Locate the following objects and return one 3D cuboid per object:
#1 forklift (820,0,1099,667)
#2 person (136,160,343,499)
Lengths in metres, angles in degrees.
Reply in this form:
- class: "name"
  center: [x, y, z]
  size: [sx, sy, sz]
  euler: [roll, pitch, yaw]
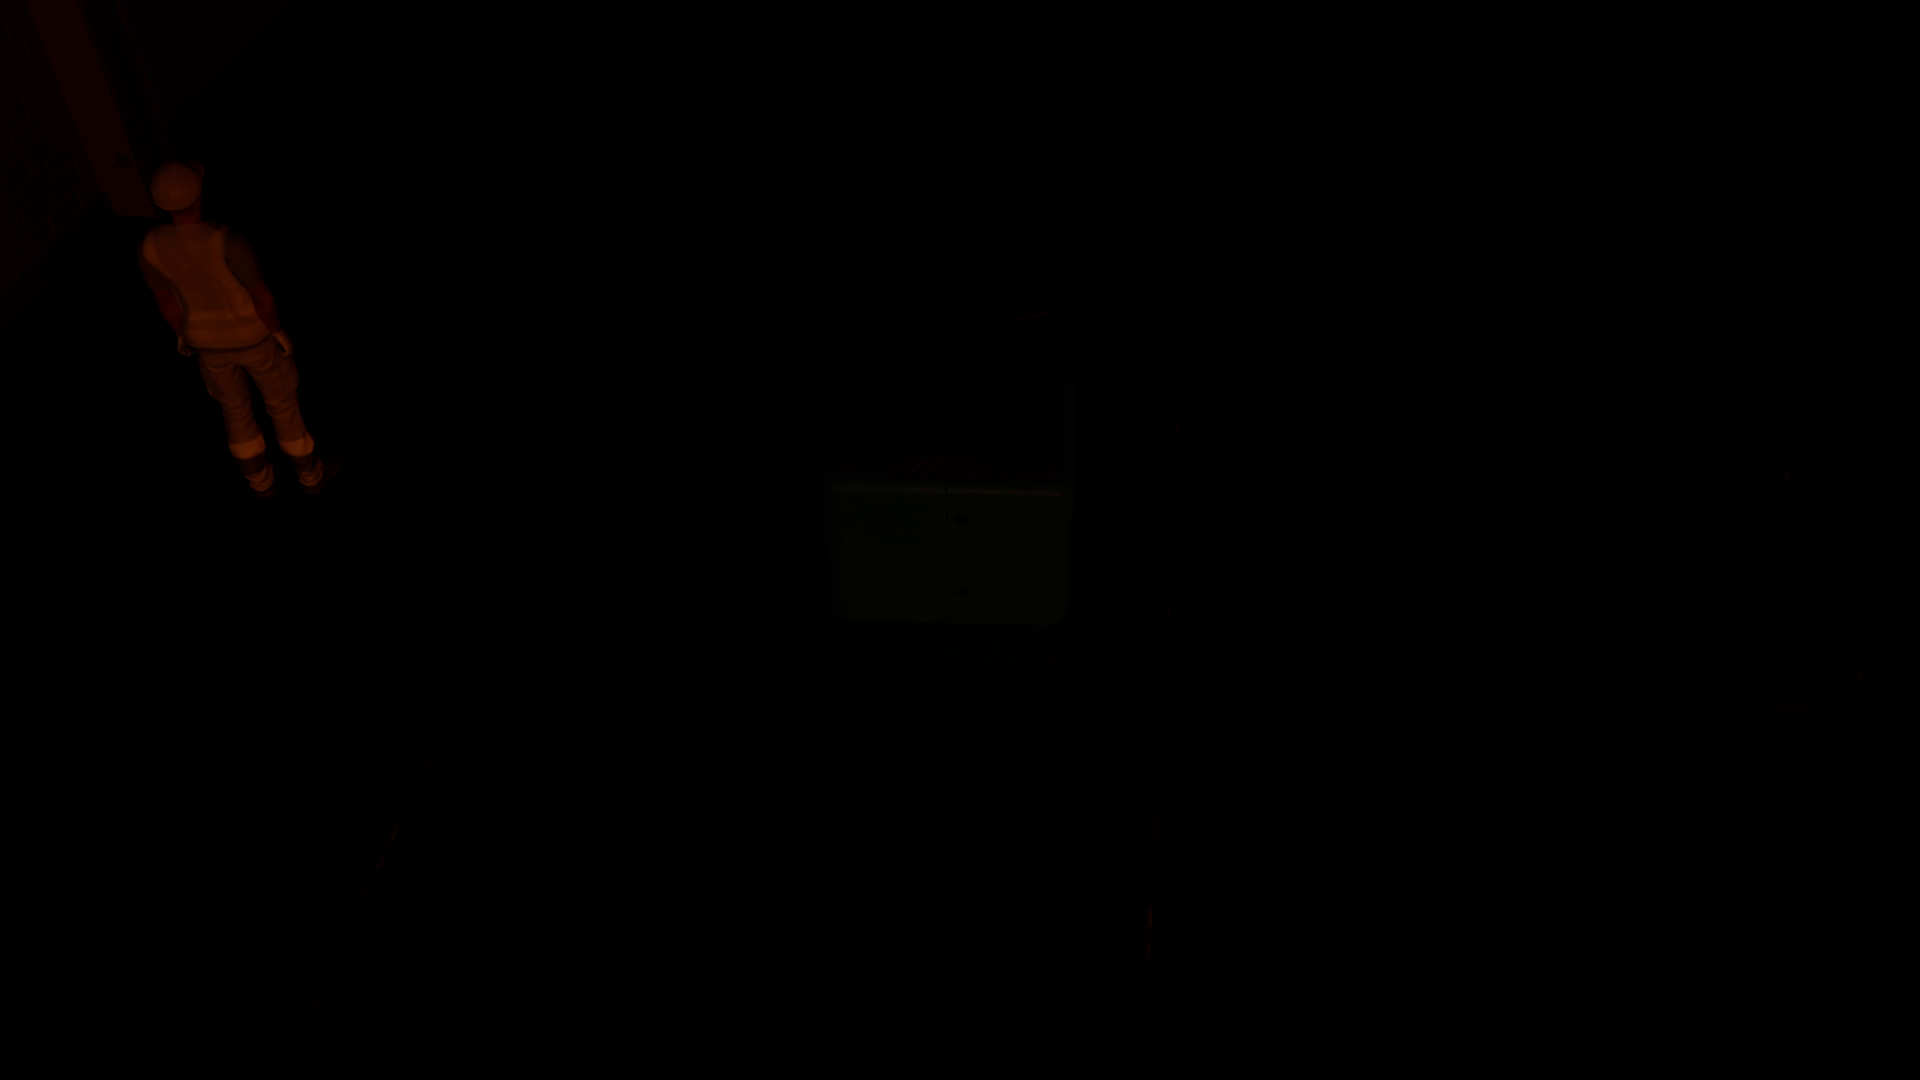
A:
- class: "forklift"
  center: [0.009, -1.512, 7.371]
  size: [1.130, 2.935, 3.031]
  euler: [2, 43, 2]
- class: "person"
  center: [-3.317, -0.946, 7.598]
  size: [0.525, 1.795, 0.368]
  euler: [-2, 43, -2]
